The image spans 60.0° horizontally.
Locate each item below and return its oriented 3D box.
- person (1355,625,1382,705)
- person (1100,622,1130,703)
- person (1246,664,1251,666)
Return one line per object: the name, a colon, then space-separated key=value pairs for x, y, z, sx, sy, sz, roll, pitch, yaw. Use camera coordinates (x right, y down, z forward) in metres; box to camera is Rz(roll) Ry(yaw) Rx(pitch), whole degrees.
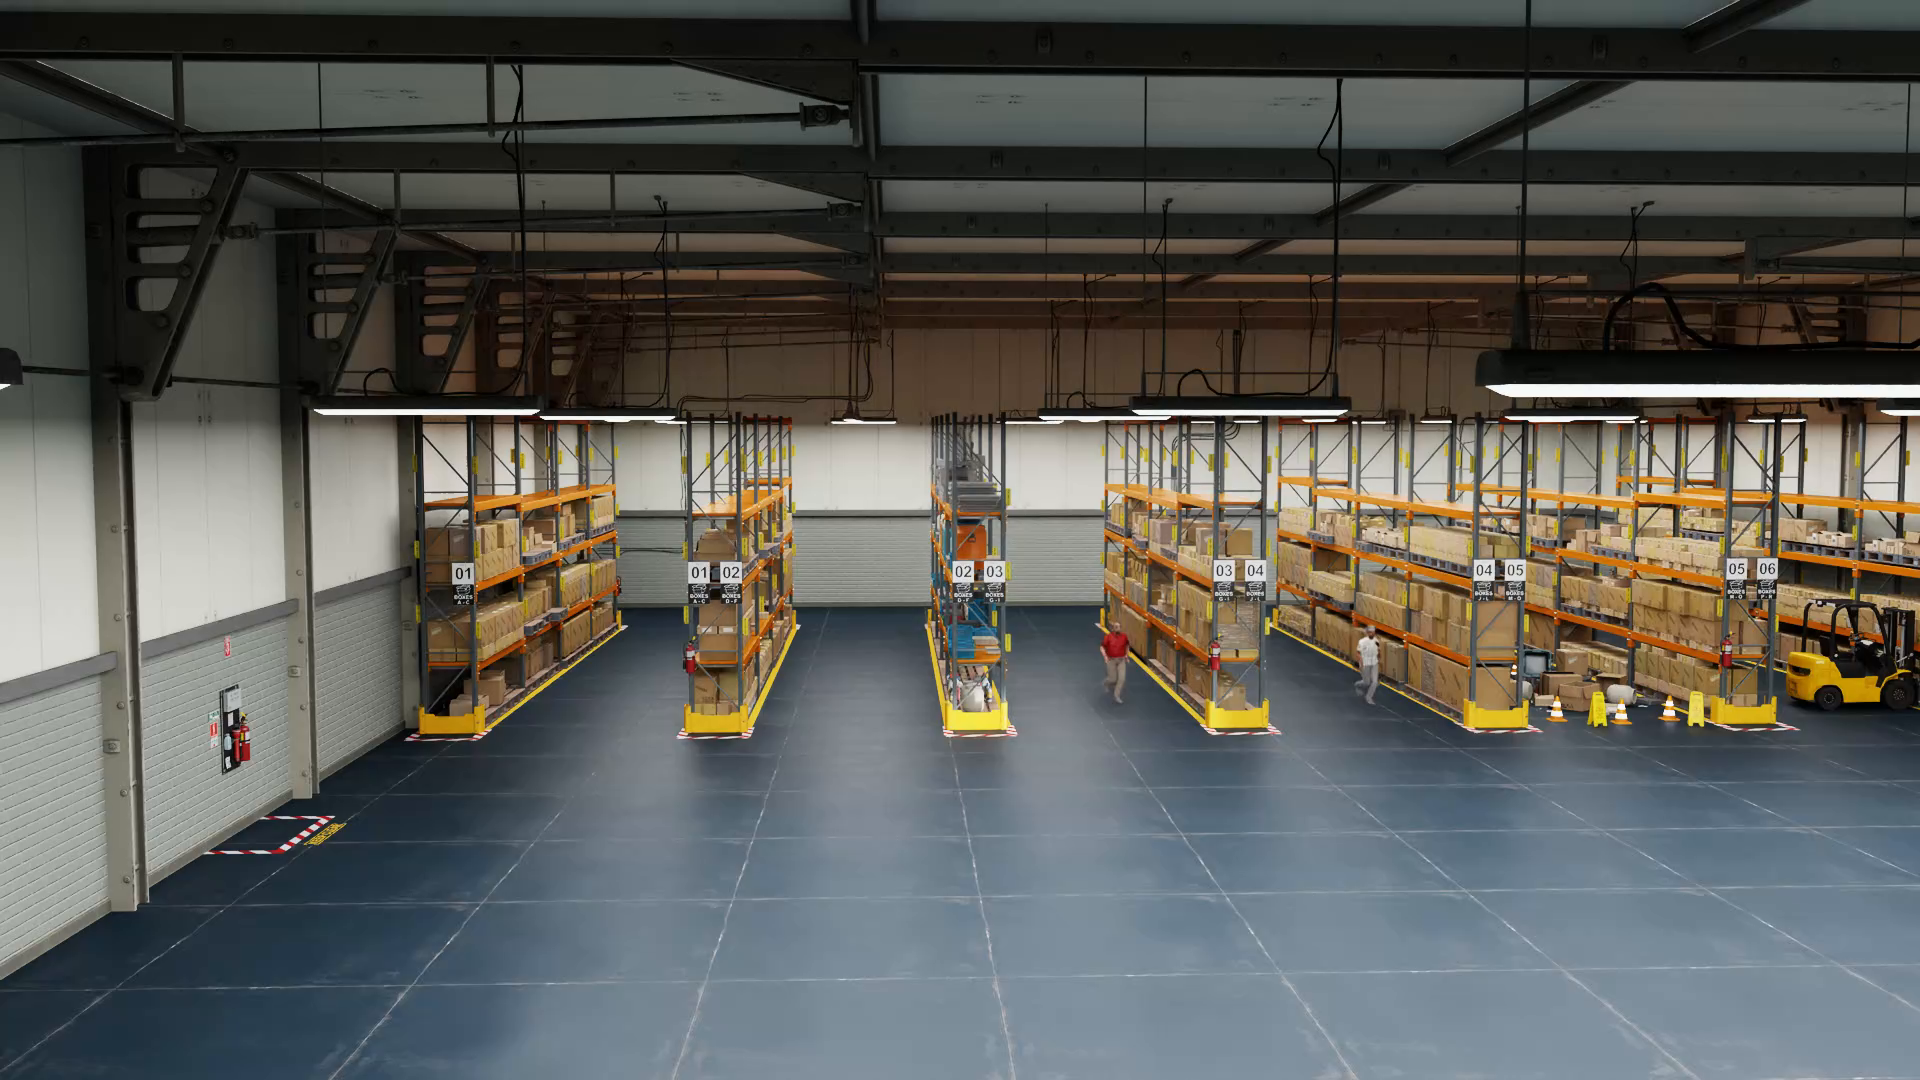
person: x=8.460 y=2.562 z=34.496 sx=0.558 sy=1.649 sz=0.592 roll=-1 pitch=4 yaw=-12
person: x=3.234 y=2.567 z=34.732 sx=0.650 sy=1.604 sz=0.652 roll=-1 pitch=4 yaw=-14
person: x=6.861 y=2.143 z=39.987 sx=0.557 sy=1.651 sz=0.928 roll=-1 pitch=4 yaw=-9
